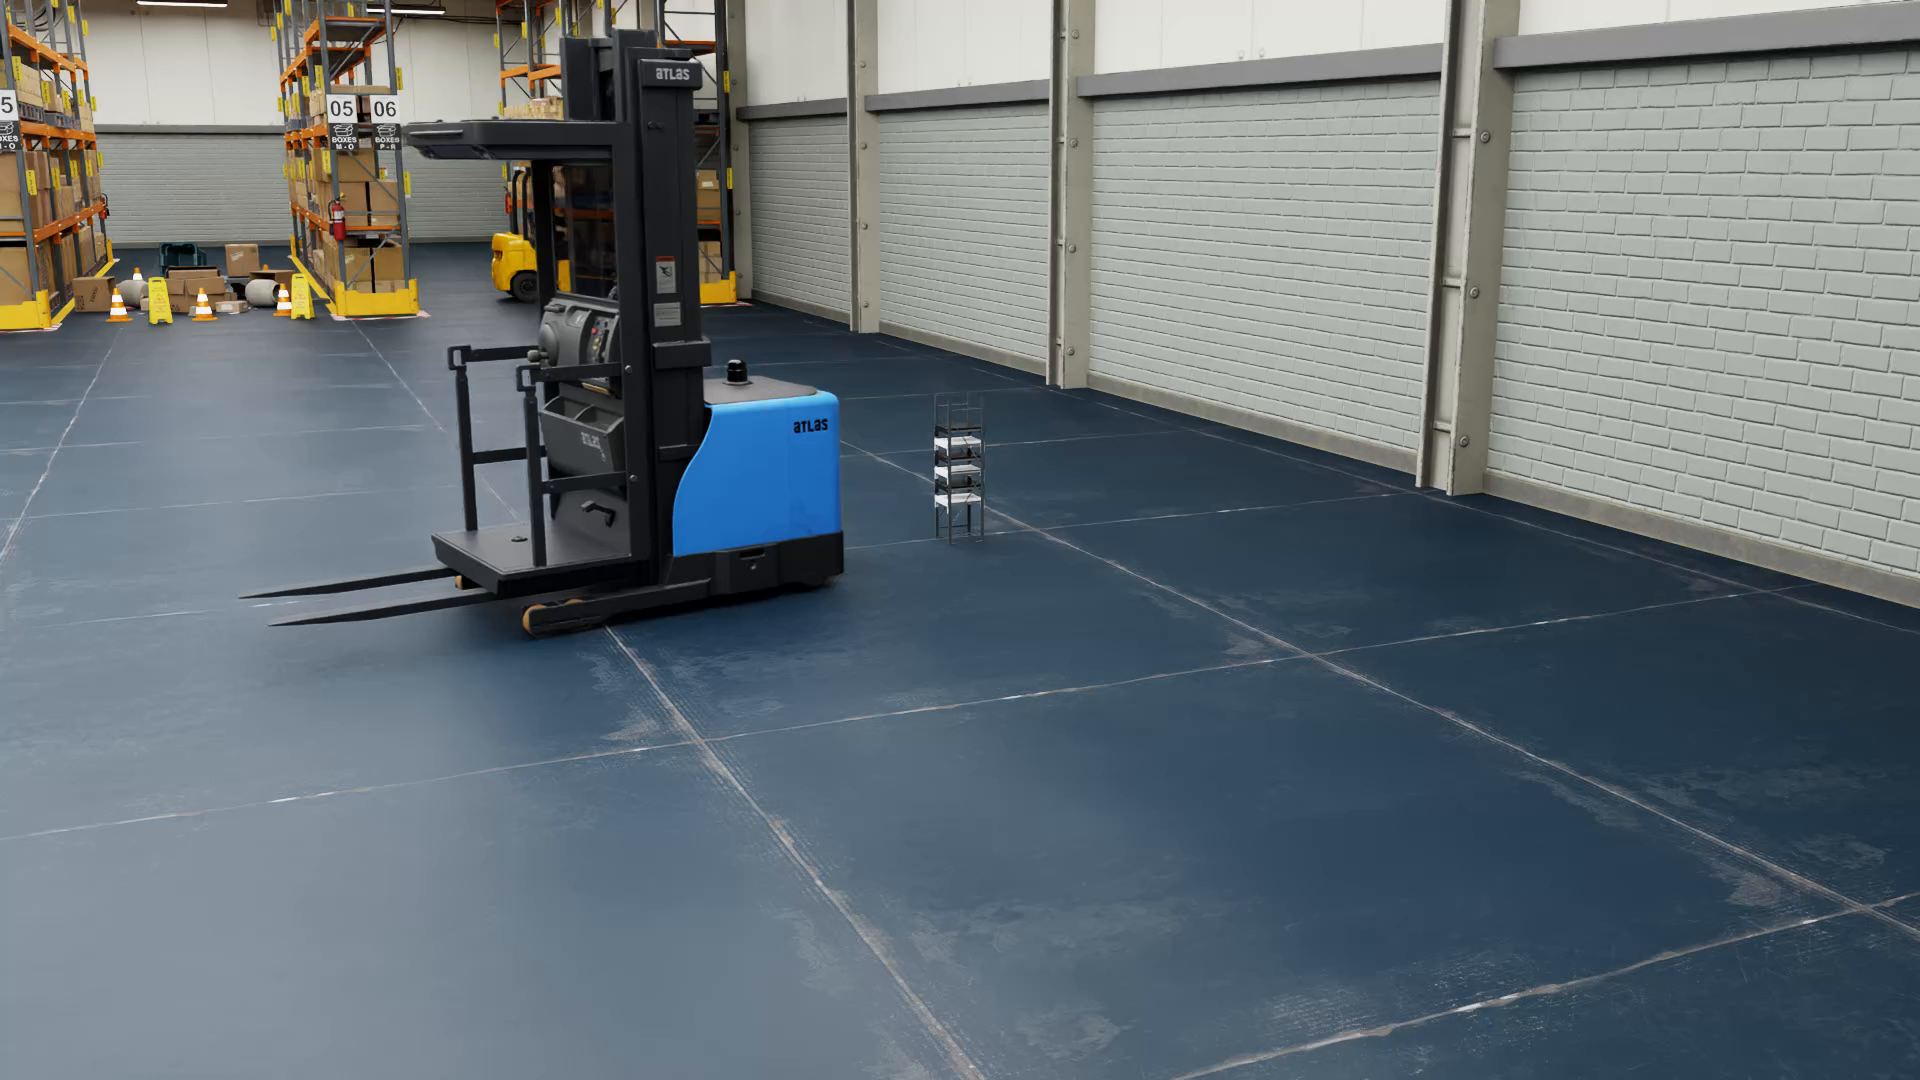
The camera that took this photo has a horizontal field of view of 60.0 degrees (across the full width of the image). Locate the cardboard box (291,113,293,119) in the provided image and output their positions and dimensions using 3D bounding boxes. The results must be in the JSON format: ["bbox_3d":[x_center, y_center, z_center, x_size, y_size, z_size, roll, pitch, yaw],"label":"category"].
[{"bbox_3d":[-13.401,-8.611,33.858,0.380,0.166,0.250,-7,15,-27],"label":"cardboard box"}]

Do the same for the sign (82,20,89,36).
[{"bbox_3d":[-19.168,-11.211,36.431,0.100,0.325,0.005,-6,14,-23],"label":"sign"}]

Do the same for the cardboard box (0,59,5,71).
[{"bbox_3d":[-13.117,-6.483,22.713,0.380,0.149,0.250,-5,14,-22],"label":"cardboard box"}]

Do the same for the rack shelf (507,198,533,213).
[{"bbox_3d":[-9.842,-7.864,39.291,1.077,0.370,4.000,-6,14,-23],"label":"rack shelf"}]

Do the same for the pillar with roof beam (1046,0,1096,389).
[{"bbox_3d":[-2.824,-5.602,14.617,9.100,9.000,0.400,-6,14,-23],"label":"pillar with roof beam"}]

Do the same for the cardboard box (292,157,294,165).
[{"bbox_3d":[-14.029,-7.960,35.673,0.500,0.500,0.500,-6,14,-23],"label":"cardboard box"}]

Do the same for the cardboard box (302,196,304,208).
[{"bbox_3d":[-12.831,-6.743,33.186,0.500,0.250,0.500,-6,14,-24],"label":"cardboard box"}]

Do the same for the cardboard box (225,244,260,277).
[{"bbox_3d":[-12.002,-4.683,27.817,0.500,0.500,0.500,-6,14,-23],"label":"cardboard box"}]

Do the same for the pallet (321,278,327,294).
[{"bbox_3d":[-10.696,-4.501,29.351,1.003,0.211,1.213,-6,14,-23],"label":"pallet"}]

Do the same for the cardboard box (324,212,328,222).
[{"bbox_3d":[-10.047,-5.218,26.819,0.380,0.149,0.250,-6,14,-23],"label":"cardboard box"}]

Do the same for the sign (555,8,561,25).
[{"bbox_3d":[-7.932,-10.340,32.842,0.100,0.325,0.005,-6,14,-23],"label":"sign"}]

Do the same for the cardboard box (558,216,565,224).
[{"bbox_3d":[-8.993,-7.101,36.915,0.380,0.149,0.250,-6,14,-26],"label":"cardboard box"}]

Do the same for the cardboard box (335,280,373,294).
[{"bbox_3d":[-9.360,-3.886,25.672,0.500,0.250,0.500,-6,14,-23],"label":"cardboard box"}]

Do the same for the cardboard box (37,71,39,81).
[{"bbox_3d":[-14.439,-7.165,25.660,0.380,0.149,0.250,-6,14,-23],"label":"cardboard box"}]

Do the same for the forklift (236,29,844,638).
[{"bbox_3d":[-2.145,-1.075,8.514,3.031,2.935,1.130,-9,16,-34],"label":"forklift"}]

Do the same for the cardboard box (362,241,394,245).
[{"bbox_3d":[-9.489,-4.621,27.189,0.500,0.500,0.500,-5,14,-20],"label":"cardboard box"}]

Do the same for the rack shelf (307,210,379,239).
[{"bbox_3d":[-11.184,-5.762,30.209,1.077,0.370,4.000,-6,14,-23],"label":"rack shelf"}]

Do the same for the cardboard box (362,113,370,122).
[{"bbox_3d":[-8.803,-6.356,25.084,0.380,0.149,0.250,-6,14,-25],"label":"cardboard box"}]

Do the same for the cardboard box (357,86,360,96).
[{"bbox_3d":[-8.851,-6.743,24.987,0.380,0.149,0.250,-6,14,-23],"label":"cardboard box"}]

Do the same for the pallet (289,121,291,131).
[{"bbox_3d":[-13.905,-8.940,35.890,1.003,0.211,1.213,-6,14,-23],"label":"pallet"}]

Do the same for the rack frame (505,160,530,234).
[{"bbox_3d":[-10.643,-8.628,40.995,1.000,3.000,0.127,-6,14,-23],"label":"rack frame"}]

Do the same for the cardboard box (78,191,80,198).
[{"bbox_3d":[-17.539,-6.797,32.710,0.380,0.149,0.250,-6,14,-23],"label":"cardboard box"}]

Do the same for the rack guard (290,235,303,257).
[{"bbox_3d":[-15.199,-6.966,39.358,1.175,0.500,0.348,-6,14,-23],"label":"rack guard"}]

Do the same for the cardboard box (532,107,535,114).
[{"bbox_3d":[-9.088,-9.332,36.131,0.380,0.149,0.250,-6,14,-24],"label":"cardboard box"}]

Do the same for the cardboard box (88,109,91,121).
[{"bbox_3d":[-19.061,-9.165,35.887,0.500,0.250,0.500,-6,14,-24],"label":"cardboard box"}]

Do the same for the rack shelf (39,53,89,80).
[{"bbox_3d":[-18.883,-9.868,34.652,1.077,0.370,4.000,-6,14,-23],"label":"rack shelf"}]

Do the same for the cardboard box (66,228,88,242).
[{"bbox_3d":[-17.134,-5.890,32.115,0.500,0.250,0.500,-6,14,-25],"label":"cardboard box"}]

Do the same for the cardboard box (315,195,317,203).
[{"bbox_3d":[-11.173,-6.021,29.359,0.380,0.149,0.250,-5,14,-22],"label":"cardboard box"}]

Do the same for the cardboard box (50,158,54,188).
[{"bbox_3d":[-15.693,-6.184,27.998,0.700,0.500,0.500,-6,14,-24],"label":"cardboard box"}]

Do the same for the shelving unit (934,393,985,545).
[{"bbox_3d":[-0.003,-0.440,10.276,0.258,0.900,0.210,-6,14,-23],"label":"shelving unit"}]

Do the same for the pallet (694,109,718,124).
[{"bbox_3d":[-4.493,-6.889,27.025,1.003,0.211,1.213,-6,14,-23],"label":"pallet"}]

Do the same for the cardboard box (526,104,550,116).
[{"bbox_3d":[-9.463,-9.660,37.369,0.500,0.250,0.500,-6,14,-23],"label":"cardboard box"}]

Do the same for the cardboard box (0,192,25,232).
[{"bbox_3d":[-13.466,-4.550,23.046,0.875,0.550,0.550,-6,14,-23],"label":"cardboard box"}]

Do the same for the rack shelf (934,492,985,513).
[{"bbox_3d":[-0.003,-0.232,10.324,0.258,0.077,0.200,-6,14,-23],"label":"rack shelf"}]

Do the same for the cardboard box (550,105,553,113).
[{"bbox_3d":[-8.367,-9.015,34.803,0.380,0.149,0.250,-6,14,-23],"label":"cardboard box"}]

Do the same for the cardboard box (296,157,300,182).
[{"bbox_3d":[-13.247,-7.565,33.963,0.500,0.500,0.500,-6,14,-24],"label":"cardboard box"}]

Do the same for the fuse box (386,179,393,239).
[{"bbox_3d":[-15.487,-8.873,44.914,0.539,1.711,0.414,-6,14,-23],"label":"fuse box"}]

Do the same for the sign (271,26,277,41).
[{"bbox_3d":[-15.701,-11.585,38.044,0.100,0.325,0.005,-6,14,-23],"label":"sign"}]

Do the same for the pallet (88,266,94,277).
[{"bbox_3d":[-17.277,-5.112,31.991,1.003,0.211,1.213,-6,14,-23],"label":"pallet"}]

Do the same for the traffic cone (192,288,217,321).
[{"bbox_3d":[-11.015,-3.439,24.201,0.336,0.463,0.334,-6,14,-23],"label":"traffic cone"}]

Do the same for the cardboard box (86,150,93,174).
[{"bbox_3d":[-18.435,-7.893,34.721,0.500,0.500,0.500,-5,14,-22],"label":"cardboard box"}]

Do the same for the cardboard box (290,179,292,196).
[{"bbox_3d":[-15.032,-8.000,38.062,0.500,0.500,0.500,-6,14,-24],"label":"cardboard box"}]

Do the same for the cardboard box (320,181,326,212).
[{"bbox_3d":[-10.050,-5.570,26.904,0.500,0.500,0.500,-6,14,-23],"label":"cardboard box"}]

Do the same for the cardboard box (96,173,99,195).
[{"bbox_3d":[-19.067,-7.728,36.225,0.500,0.500,0.500,-6,14,-24],"label":"cardboard box"}]

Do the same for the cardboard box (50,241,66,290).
[{"bbox_3d":[-15.209,-4.460,27.046,1.050,0.750,0.750,-6,14,-23],"label":"cardboard box"}]

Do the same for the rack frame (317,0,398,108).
[{"bbox_3d":[-8.780,-7.796,24.095,1.000,3.000,0.127,-6,14,-23],"label":"rack frame"}]

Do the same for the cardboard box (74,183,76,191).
[{"bbox_3d":[-17.211,-6.775,31.956,0.380,0.149,0.250,-6,14,-23],"label":"cardboard box"}]

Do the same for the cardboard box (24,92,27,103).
[{"bbox_3d":[-13.424,-6.254,23.489,0.380,0.149,0.250,-6,14,-23],"label":"cardboard box"}]

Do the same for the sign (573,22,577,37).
[{"bbox_3d":[-8.535,-11.307,36.846,0.100,0.325,0.005,-6,14,-23],"label":"sign"}]

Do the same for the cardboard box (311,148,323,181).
[{"bbox_3d":[-9.679,-5.841,25.855,0.700,0.500,0.500,-6,14,-24],"label":"cardboard box"}]

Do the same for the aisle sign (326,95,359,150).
[{"bbox_3d":[-9.021,-6.100,24.310,0.394,0.787,0.004,-6,14,-23],"label":"aisle sign"}]

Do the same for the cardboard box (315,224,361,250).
[{"bbox_3d":[-12.186,-5.845,32.754,0.875,0.875,0.875,-6,14,-23],"label":"cardboard box"}]

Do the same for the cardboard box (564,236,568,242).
[{"bbox_3d":[-7.996,-6.134,34.832,0.500,0.500,0.500,-6,14,-24],"label":"cardboard box"}]
